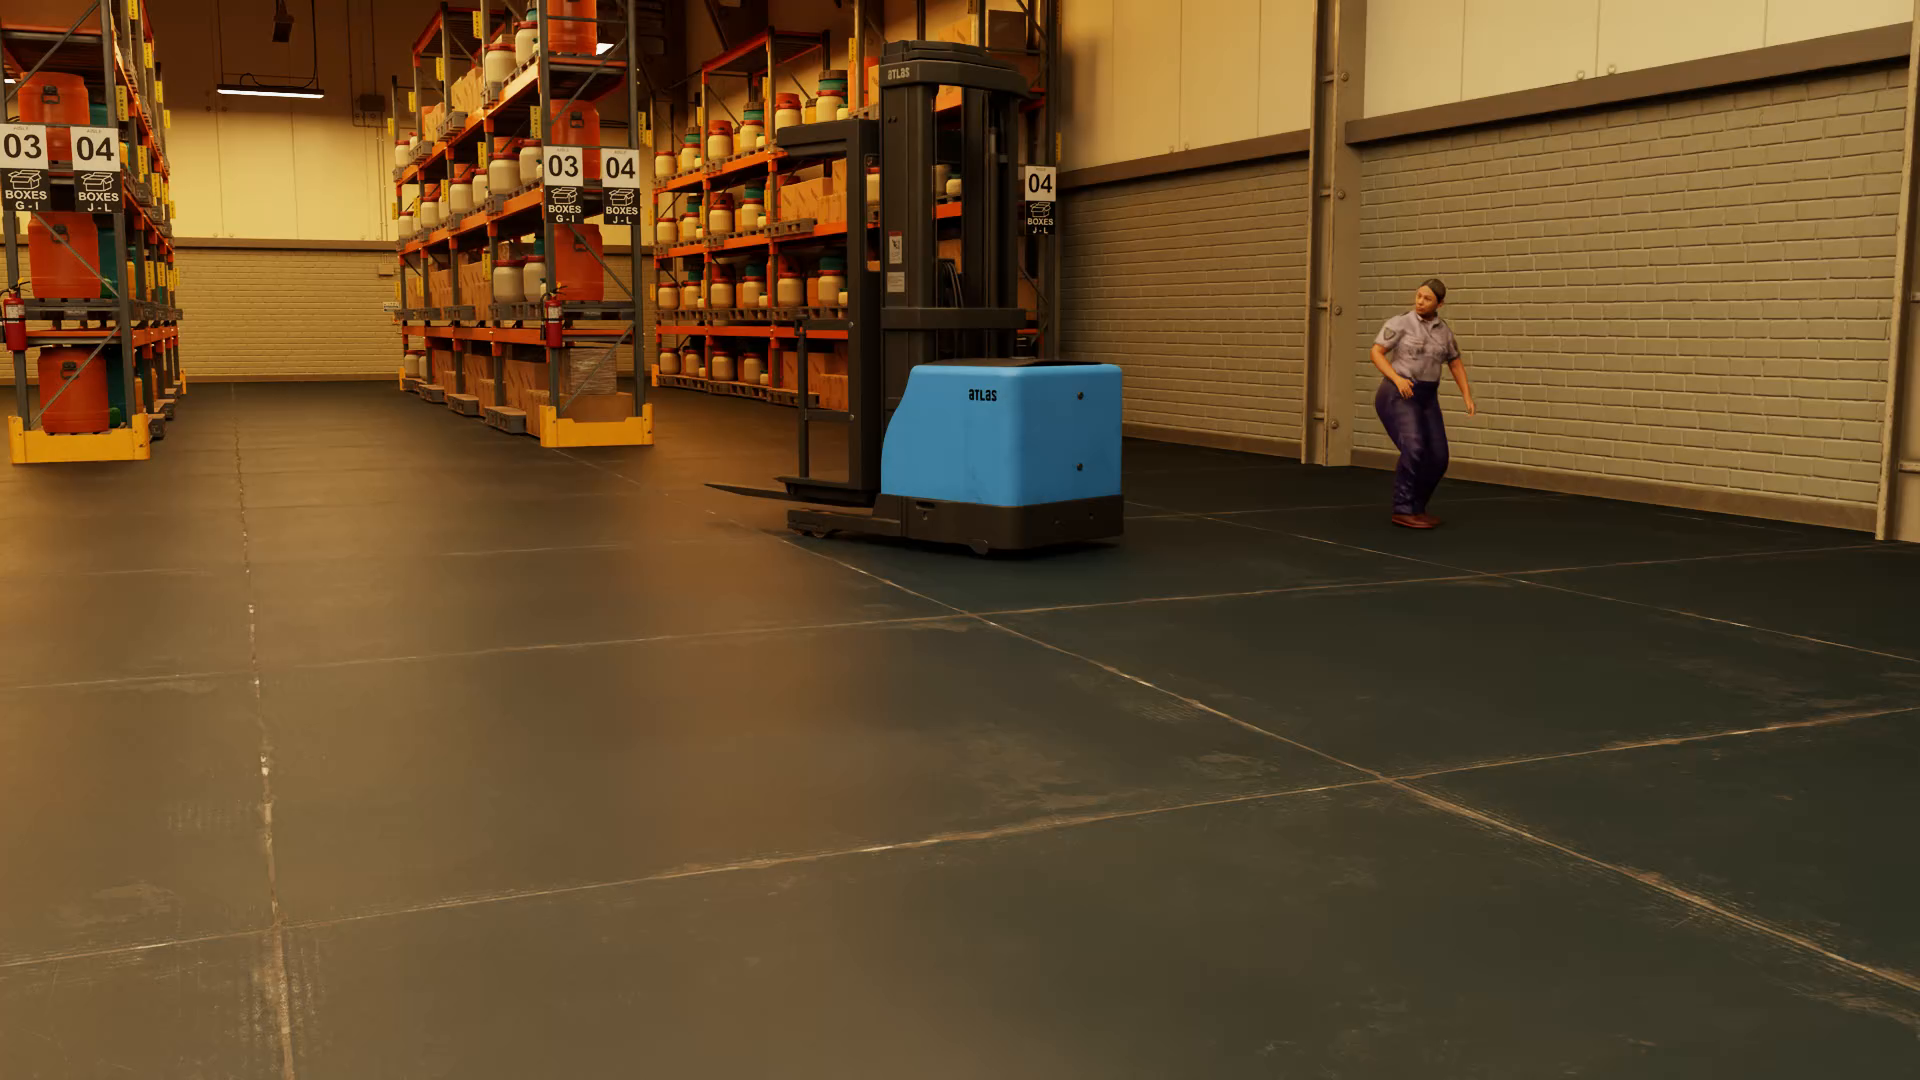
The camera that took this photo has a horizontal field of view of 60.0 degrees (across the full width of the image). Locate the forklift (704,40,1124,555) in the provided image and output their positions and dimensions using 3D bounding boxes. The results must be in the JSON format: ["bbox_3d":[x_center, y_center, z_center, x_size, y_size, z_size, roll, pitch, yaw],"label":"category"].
[{"bbox_3d":[-0.436,-1.509,10.383,3.031,2.935,1.130,7,10,44],"label":"forklift"}]

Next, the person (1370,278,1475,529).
[{"bbox_3d":[3.016,-0.890,10.833,0.676,1.610,0.495,-4,8,-28],"label":"person"}]
